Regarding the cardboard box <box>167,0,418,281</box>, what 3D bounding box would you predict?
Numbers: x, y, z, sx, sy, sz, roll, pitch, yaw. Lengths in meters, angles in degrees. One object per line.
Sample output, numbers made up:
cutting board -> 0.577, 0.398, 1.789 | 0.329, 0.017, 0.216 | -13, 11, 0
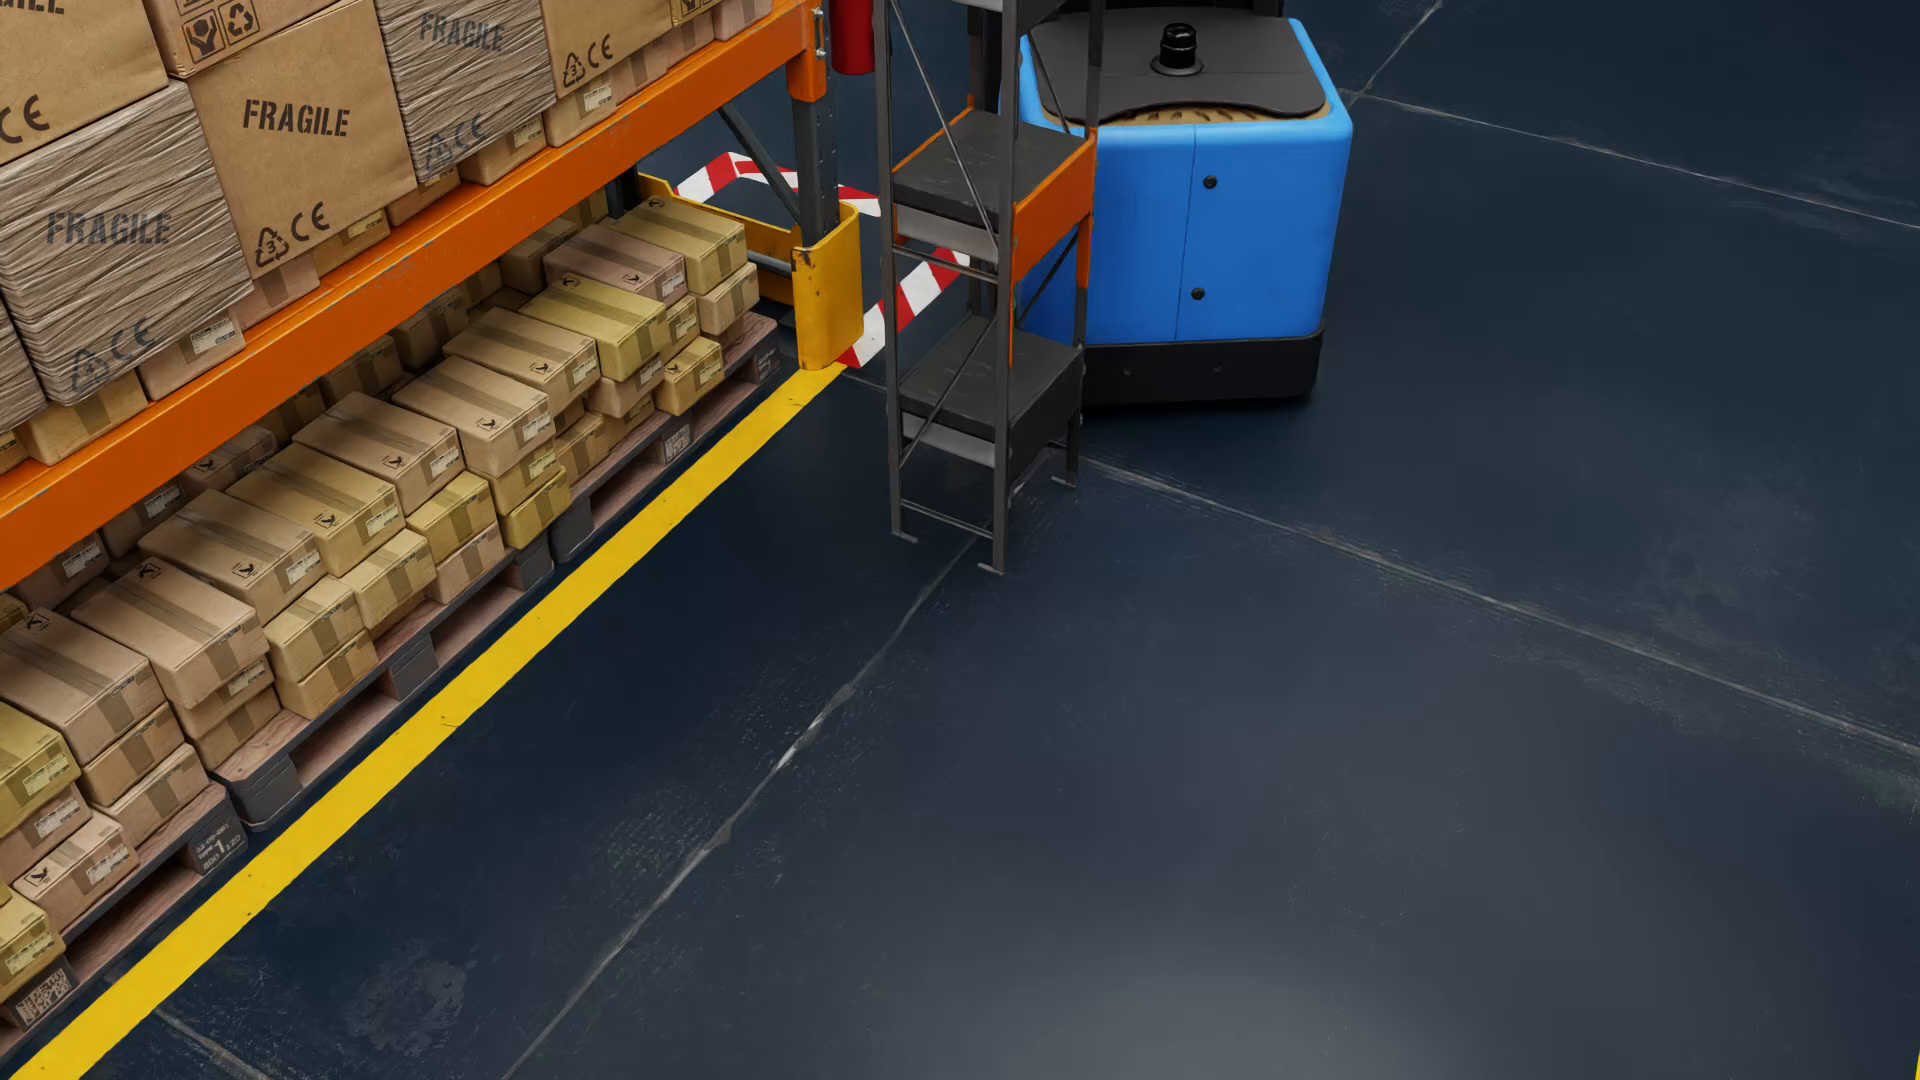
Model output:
cardboard box -> -1.651, -0.987, 3.801 | 0.500, 0.500, 0.500 | 23, 46, 24

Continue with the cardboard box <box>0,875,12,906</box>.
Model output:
cardboard box -> -2.377, 0.765, 3.726 | 0.380, 0.149, 0.250 | 21, 46, 22

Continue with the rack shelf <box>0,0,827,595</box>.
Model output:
rack shelf -> -1.884, -0.634, 4.245 | 1.077, 0.370, 4.000 | 21, 45, 22

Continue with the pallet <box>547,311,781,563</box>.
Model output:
pallet -> -1.358, -0.505, 5.664 | 1.003, 0.211, 1.213 | 21, 45, 22

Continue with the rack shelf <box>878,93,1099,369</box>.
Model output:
rack shelf -> 0.083, -0.872, 4.673 | 0.431, 0.518, 0.480 | 21, 45, 22

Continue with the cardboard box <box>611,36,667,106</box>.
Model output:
cardboard box -> -1.071, -1.396, 4.756 | 0.380, 0.149, 0.250 | 20, 45, 22

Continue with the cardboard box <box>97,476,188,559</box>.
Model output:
cardboard box -> -2.343, -0.131, 4.518 | 0.380, 0.149, 0.250 | 19, 45, 21

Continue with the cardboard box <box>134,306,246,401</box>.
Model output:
cardboard box -> -1.843, -0.489, 3.726 | 0.380, 0.149, 0.250 | 23, 46, 24

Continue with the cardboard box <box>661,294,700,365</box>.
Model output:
cardboard box -> -1.077, -0.720, 5.412 | 0.380, 0.149, 0.250 | 20, 45, 21

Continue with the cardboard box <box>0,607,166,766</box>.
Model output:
cardboard box -> -2.149, 0.345, 3.978 | 0.380, 0.149, 0.250 | 20, 45, 21

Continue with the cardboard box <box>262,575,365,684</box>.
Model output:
cardboard box -> -1.810, 0.187, 4.382 | 0.380, 0.149, 0.250 | 21, 45, 22

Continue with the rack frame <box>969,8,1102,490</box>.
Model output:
rack frame -> 0.205, -1.022, 4.822 | 0.400, 2.100, 0.015 | 21, 45, 22

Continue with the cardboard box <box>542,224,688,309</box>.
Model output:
cardboard box -> -1.104, -0.848, 5.333 | 0.380, 0.149, 0.250 | 22, 46, 23

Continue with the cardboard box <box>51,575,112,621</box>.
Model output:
cardboard box -> -2.438, 0.174, 4.397 | 0.380, 0.149, 0.250 | 22, 46, 23

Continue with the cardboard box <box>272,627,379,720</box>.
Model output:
cardboard box -> -1.810, 0.294, 4.485 | 0.380, 0.149, 0.250 | 20, 45, 21

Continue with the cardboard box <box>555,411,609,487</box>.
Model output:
cardboard box -> -1.326, -0.317, 5.180 | 0.380, 0.149, 0.250 | 21, 46, 22

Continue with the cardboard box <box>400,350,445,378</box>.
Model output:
cardboard box -> -1.821, -0.615, 5.293 | 0.380, 0.149, 0.250 | 22, 46, 23

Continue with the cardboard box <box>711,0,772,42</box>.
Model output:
cardboard box -> -0.801, -1.674, 5.072 | 0.380, 0.149, 0.250 | 21, 46, 22

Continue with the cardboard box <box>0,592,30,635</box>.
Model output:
cardboard box -> -2.523, 0.213, 4.128 | 0.380, 0.149, 0.250 | 22, 46, 23

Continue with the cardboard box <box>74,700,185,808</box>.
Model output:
cardboard box -> -2.149, 0.460, 4.072 | 0.380, 0.149, 0.250 | 19, 45, 20

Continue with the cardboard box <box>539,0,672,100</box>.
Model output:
cardboard box -> -1.147, -1.563, 4.454 | 0.500, 0.500, 0.500 | 20, 45, 21

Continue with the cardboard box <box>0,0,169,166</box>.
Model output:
cardboard box -> -1.923, -1.042, 3.106 | 0.500, 0.500, 0.500 | 22, 46, 23

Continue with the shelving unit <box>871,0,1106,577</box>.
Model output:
shelving unit -> 0.083, -0.883, 4.664 | 0.431, 2.100, 0.503 | 21, 45, 22

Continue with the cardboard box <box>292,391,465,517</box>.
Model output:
cardboard box -> -1.622, -0.244, 4.647 | 0.380, 0.149, 0.250 | 19, 45, 21

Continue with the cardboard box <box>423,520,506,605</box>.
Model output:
cardboard box -> -1.553, -0.001, 4.821 | 0.380, 0.149, 0.250 | 22, 46, 23

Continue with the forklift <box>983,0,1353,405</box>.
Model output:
forklift -> 0.616, -2.516, 5.889 | 1.130, 2.935, 3.031 | -3, 41, -3

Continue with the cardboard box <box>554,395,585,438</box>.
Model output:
cardboard box -> -1.382, -0.434, 5.087 | 0.380, 0.149, 0.250 | 20, 45, 22

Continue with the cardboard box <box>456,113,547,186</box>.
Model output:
cardboard box -> -1.336, -1.101, 4.421 | 0.380, 0.149, 0.250 | 19, 45, 20

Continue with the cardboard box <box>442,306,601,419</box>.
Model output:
cardboard box -> -1.308, -0.531, 4.972 | 0.380, 0.149, 0.250 | 19, 45, 20

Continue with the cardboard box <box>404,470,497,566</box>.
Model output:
cardboard box -> -1.551, -0.113, 4.722 | 0.380, 0.149, 0.250 | 23, 46, 24

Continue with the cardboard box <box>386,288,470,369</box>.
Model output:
cardboard box -> -1.762, -0.704, 5.168 | 0.380, 0.149, 0.250 | 19, 45, 20

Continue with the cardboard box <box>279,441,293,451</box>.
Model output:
cardboard box -> -1.972, -0.263, 4.893 | 0.380, 0.149, 0.250 | 23, 46, 24

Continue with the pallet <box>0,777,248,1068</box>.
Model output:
pallet -> -2.579, 0.891, 4.079 | 1.003, 0.211, 1.213 | 21, 45, 22

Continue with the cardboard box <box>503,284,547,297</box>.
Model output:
cardboard box -> -1.553, -0.895, 5.611 | 0.380, 0.149, 0.250 | 21, 45, 22

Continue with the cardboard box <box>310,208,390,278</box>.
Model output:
cardboard box -> -1.641, -0.809, 4.089 | 0.380, 0.149, 0.250 | 22, 46, 23

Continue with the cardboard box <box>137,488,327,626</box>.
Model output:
cardboard box -> -1.886, 0.043, 4.321 | 0.380, 0.149, 0.250 | 19, 45, 20

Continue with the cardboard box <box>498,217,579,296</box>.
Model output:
cardboard box -> -1.473, -0.975, 5.476 | 0.380, 0.149, 0.250 | 22, 46, 23

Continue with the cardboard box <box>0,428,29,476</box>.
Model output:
cardboard box -> -2.166, -0.215, 3.415 | 0.380, 0.149, 0.250 | 19, 45, 20

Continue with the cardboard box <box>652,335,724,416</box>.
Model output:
cardboard box -> -1.007, -0.586, 5.485 | 0.380, 0.149, 0.250 | 22, 46, 23

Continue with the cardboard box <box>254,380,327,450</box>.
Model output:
cardboard box -> -2.081, -0.413, 4.838 | 0.380, 0.149, 0.250 | 22, 46, 23

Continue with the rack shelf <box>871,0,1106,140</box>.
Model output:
rack shelf -> 0.083, -1.398, 4.210 | 0.431, 0.518, 0.480 | 21, 45, 22

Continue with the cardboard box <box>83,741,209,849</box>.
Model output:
cardboard box -> -2.128, 0.577, 4.165 | 0.380, 0.149, 0.250 | 20, 45, 21

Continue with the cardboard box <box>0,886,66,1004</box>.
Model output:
cardboard box -> -2.291, 0.898, 3.800 | 0.380, 0.149, 0.250 | 22, 46, 23

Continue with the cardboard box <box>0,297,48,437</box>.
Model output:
cardboard box -> -2.177, -0.395, 3.128 | 0.500, 0.500, 0.500 | 21, 45, 22
